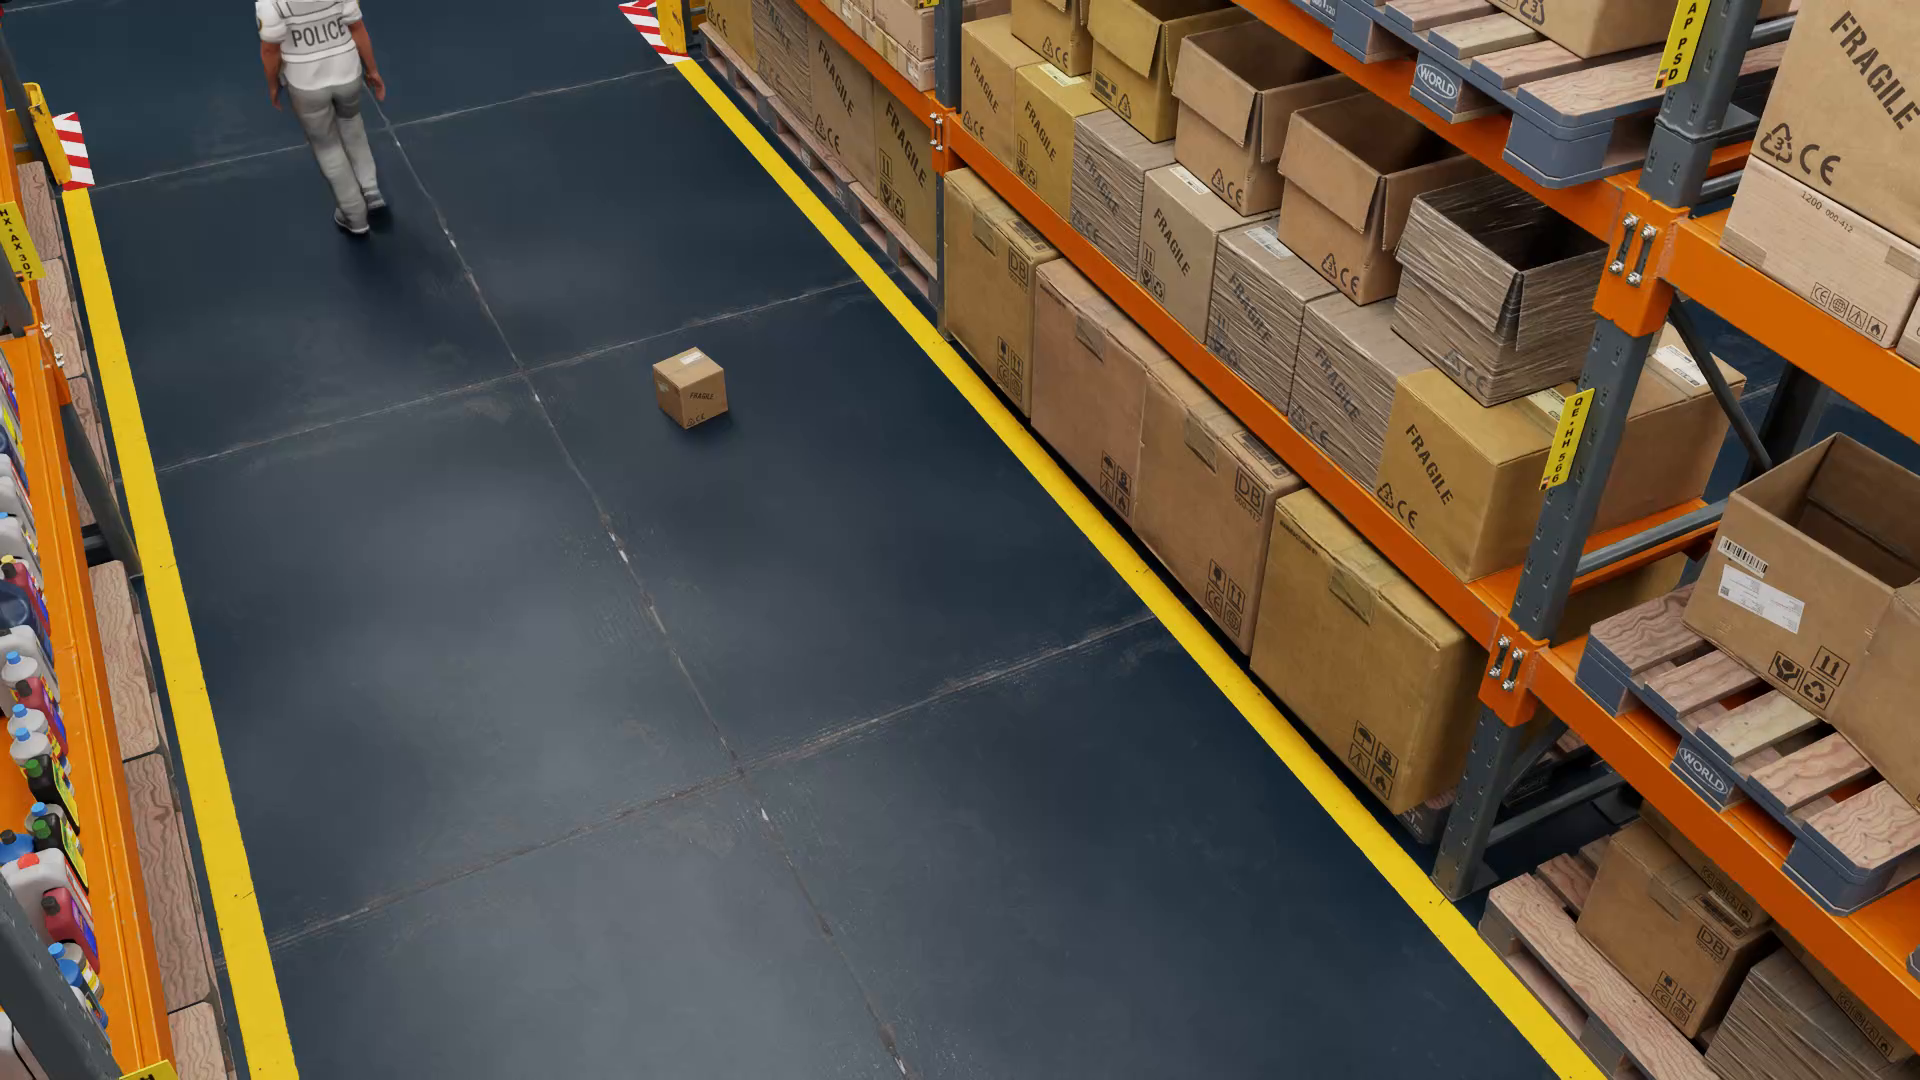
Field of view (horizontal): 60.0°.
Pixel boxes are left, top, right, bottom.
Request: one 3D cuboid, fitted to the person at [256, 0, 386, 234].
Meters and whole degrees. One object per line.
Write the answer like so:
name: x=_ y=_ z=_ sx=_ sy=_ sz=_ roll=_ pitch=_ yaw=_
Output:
person: x=-3.484 y=-2.510 z=9.043 sx=0.573 sy=1.828 sz=0.487 roll=-31 pitch=49 yaw=-30
